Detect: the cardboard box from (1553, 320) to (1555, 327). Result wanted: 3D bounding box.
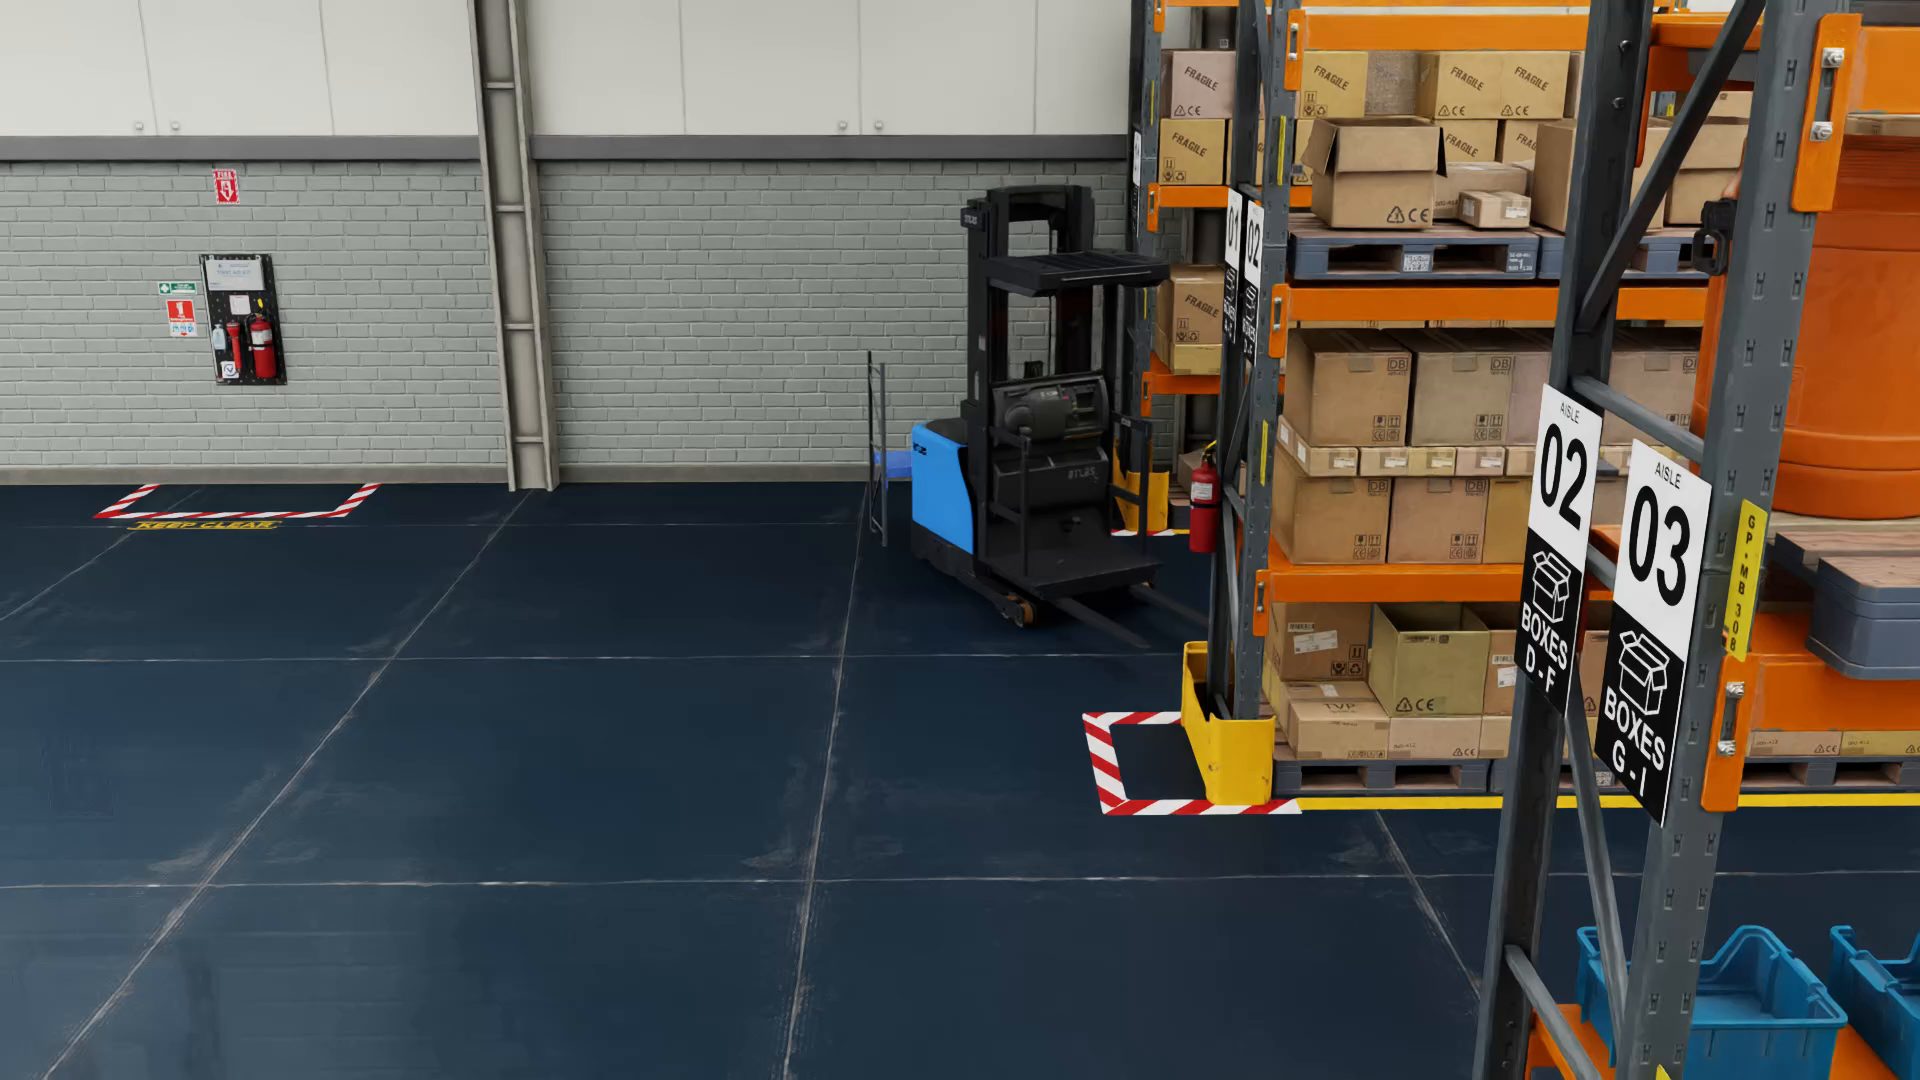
[{"bbox_3d":[4.995,-1.894,13.526,0.500,0.500,0.500,0,18,-1],"label":"cardboard box"}]

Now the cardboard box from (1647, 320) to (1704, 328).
[{"bbox_3d":[5.972,-1.945,13.815,0.500,0.500,0.700,0,18,-1],"label":"cardboard box"}]

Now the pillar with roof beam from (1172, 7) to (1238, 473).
[{"bbox_3d":[2.218,-3.485,9.681,0.400,9.000,9.100,0,18,-1],"label":"pillar with roof beam"}]

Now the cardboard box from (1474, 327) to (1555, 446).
[{"bbox_3d":[3.095,-0.834,8.949,0.500,0.500,0.700,0,18,-1],"label":"cardboard box"}]

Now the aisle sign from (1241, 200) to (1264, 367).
[{"bbox_3d":[1.484,-1.307,8.456,0.004,0.787,0.394,0,18,-1],"label":"aisle sign"}]

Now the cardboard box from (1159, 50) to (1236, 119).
[{"bbox_3d":[1.852,-3.565,13.007,0.500,0.500,0.500,-2,18,-5],"label":"cardboard box"}]

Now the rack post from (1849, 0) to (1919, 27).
[{"bbox_3d":[2.378,-1.234,3.480,0.954,0.300,0.937,2,18,5],"label":"rack post"}]

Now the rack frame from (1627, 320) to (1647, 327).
[{"bbox_3d":[5.463,-1.695,13.922,0.127,3.000,1.000,0,18,-1],"label":"rack frame"}]

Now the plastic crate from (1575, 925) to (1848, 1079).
[{"bbox_3d":[2.115,1.327,4.745,0.616,0.251,0.499,0,18,-1],"label":"plastic crate"}]

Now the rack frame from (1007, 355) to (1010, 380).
[{"bbox_3d":[0.311,-0.820,13.649,0.032,1.500,0.500,-5,18,-15],"label":"rack frame"}]

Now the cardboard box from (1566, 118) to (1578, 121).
[{"bbox_3d":[4.959,-3.103,13.202,0.500,0.500,0.500,0,18,1],"label":"cardboard box"}]

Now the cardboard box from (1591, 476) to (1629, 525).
[{"bbox_3d":[3.560,-0.217,9.151,0.500,0.500,0.700,0,18,1],"label":"cardboard box"}]

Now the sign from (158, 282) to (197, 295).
[{"bbox_3d":[-6.871,-2.210,14.600,0.331,0.109,0.001,0,18,-1],"label":"sign"}]

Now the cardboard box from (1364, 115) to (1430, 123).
[{"bbox_3d":[3.394,-3.091,13.166,0.500,0.500,0.500,1,18,3],"label":"cardboard box"}]

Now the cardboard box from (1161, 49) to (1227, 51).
[{"bbox_3d":[1.890,-3.720,13.488,0.500,0.500,0.500,1,18,2],"label":"cardboard box"}]

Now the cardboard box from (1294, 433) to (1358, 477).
[{"bbox_3d":[1.941,-0.456,8.832,0.250,0.149,0.380,0,18,-1],"label":"cardboard box"}]

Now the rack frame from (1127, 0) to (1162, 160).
[{"bbox_3d":[1.463,-4.533,12.945,0.127,3.000,1.000,0,18,-1],"label":"rack frame"}]

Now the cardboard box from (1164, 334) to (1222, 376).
[{"bbox_3d":[1.956,-1.520,13.587,0.500,0.250,0.500,-1,18,-2],"label":"cardboard box"}]

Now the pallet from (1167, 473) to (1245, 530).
[{"bbox_3d":[2.352,-0.342,14.267,1.213,0.211,1.003,0,18,-1],"label":"pallet"}]

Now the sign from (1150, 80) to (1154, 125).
[{"bbox_3d":[1.472,-3.355,12.753,0.005,0.325,0.100,0,18,-1],"label":"sign"}]

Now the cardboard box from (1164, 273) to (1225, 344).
[{"bbox_3d":[1.945,-1.882,13.488,0.500,0.500,0.500,0,18,-1],"label":"cardboard box"}]

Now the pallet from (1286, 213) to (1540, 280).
[{"bbox_3d":[2.253,-1.545,8.687,1.213,0.211,1.003,0,18,-1],"label":"pallet"}]

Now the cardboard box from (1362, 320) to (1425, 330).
[{"bbox_3d":[3.472,-1.888,13.507,0.500,0.500,0.500,0,18,1],"label":"cardboard box"}]

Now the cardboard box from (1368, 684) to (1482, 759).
[{"bbox_3d":[2.585,1.008,9.309,0.500,0.250,0.500,0,18,-1],"label":"cardboard box"}]

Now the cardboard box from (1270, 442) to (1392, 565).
[{"bbox_3d":[2.012,-0.209,9.125,0.500,0.500,0.700,0,18,-1],"label":"cardboard box"}]

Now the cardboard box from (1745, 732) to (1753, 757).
[{"bbox_3d":[4.085,1.002,9.327,0.500,0.250,0.500,0,18,-1],"label":"cardboard box"}]

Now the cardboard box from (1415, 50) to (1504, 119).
[{"bbox_3d":[3.896,-3.560,12.991,0.500,0.500,0.500,-1,18,-3],"label":"cardboard box"}]

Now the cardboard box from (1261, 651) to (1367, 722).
[{"bbox_3d":[2.077,0.853,9.791,0.500,0.250,0.500,0,18,-1],"label":"cardboard box"}]

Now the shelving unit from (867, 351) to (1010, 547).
[{"bbox_3d":[-0.178,-0.777,13.516,1.048,1.500,0.538,-5,18,-15],"label":"shelving unit"}]

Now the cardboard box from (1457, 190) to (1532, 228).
[{"bbox_3d":[2.724,-1.690,8.490,0.250,0.149,0.380,0,18,-1],"label":"cardboard box"}]

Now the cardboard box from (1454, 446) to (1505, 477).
[{"bbox_3d":[2.707,-0.459,8.843,0.250,0.149,0.380,-1,18,-2],"label":"cardboard box"}]

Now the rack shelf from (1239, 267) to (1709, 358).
[{"bbox_3d":[3.545,-1.259,8.827,4.000,0.370,1.077,0,18,-1],"label":"rack shelf"}]

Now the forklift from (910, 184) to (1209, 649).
[{"bbox_3d":[0.752,-0.945,11.695,1.130,2.935,3.031,-9,20,-27],"label":"forklift"}]

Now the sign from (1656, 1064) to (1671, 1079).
[{"bbox_3d":[1.624,1.386,3.863,0.005,0.325,0.100,0,18,-1],"label":"sign"}]

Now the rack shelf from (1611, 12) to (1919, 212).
[{"bbox_3d":[3.619,-0.984,3.714,4.000,0.370,1.077,0,18,-1],"label":"rack shelf"}]

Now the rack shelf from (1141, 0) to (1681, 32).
[{"bbox_3d":[3.463,-4.198,13.086,4.000,0.370,1.077,0,18,-1],"label":"rack shelf"}]

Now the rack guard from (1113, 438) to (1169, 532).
[{"bbox_3d":[1.539,-0.486,14.245,0.348,0.500,1.175,0,18,-1],"label":"rack guard"}]

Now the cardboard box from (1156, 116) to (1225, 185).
[{"bbox_3d":[1.802,-3.087,13.152,0.500,0.500,0.500,0,18,1],"label":"cardboard box"}]

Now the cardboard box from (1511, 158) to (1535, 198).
[{"bbox_3d":[3.248,-1.904,8.892,0.500,0.311,0.500,2,18,6],"label":"cardboard box"}]

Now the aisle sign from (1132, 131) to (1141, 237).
[{"bbox_3d":[1.396,-2.822,13.178,0.004,0.787,0.394,0,18,-1],"label":"aisle sign"}]

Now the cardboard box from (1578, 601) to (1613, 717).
[{"bbox_3d":[3.585,0.648,9.203,0.500,0.500,0.500,0,18,-1],"label":"cardboard box"}]

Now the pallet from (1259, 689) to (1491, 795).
[{"bbox_3d":[2.309,1.148,9.623,1.213,0.211,1.003,0,18,-1],"label":"pallet"}]

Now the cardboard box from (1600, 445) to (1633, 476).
[{"bbox_3d":[3.478,-0.463,8.854,0.250,0.149,0.380,0,18,0],"label":"cardboard box"}]
